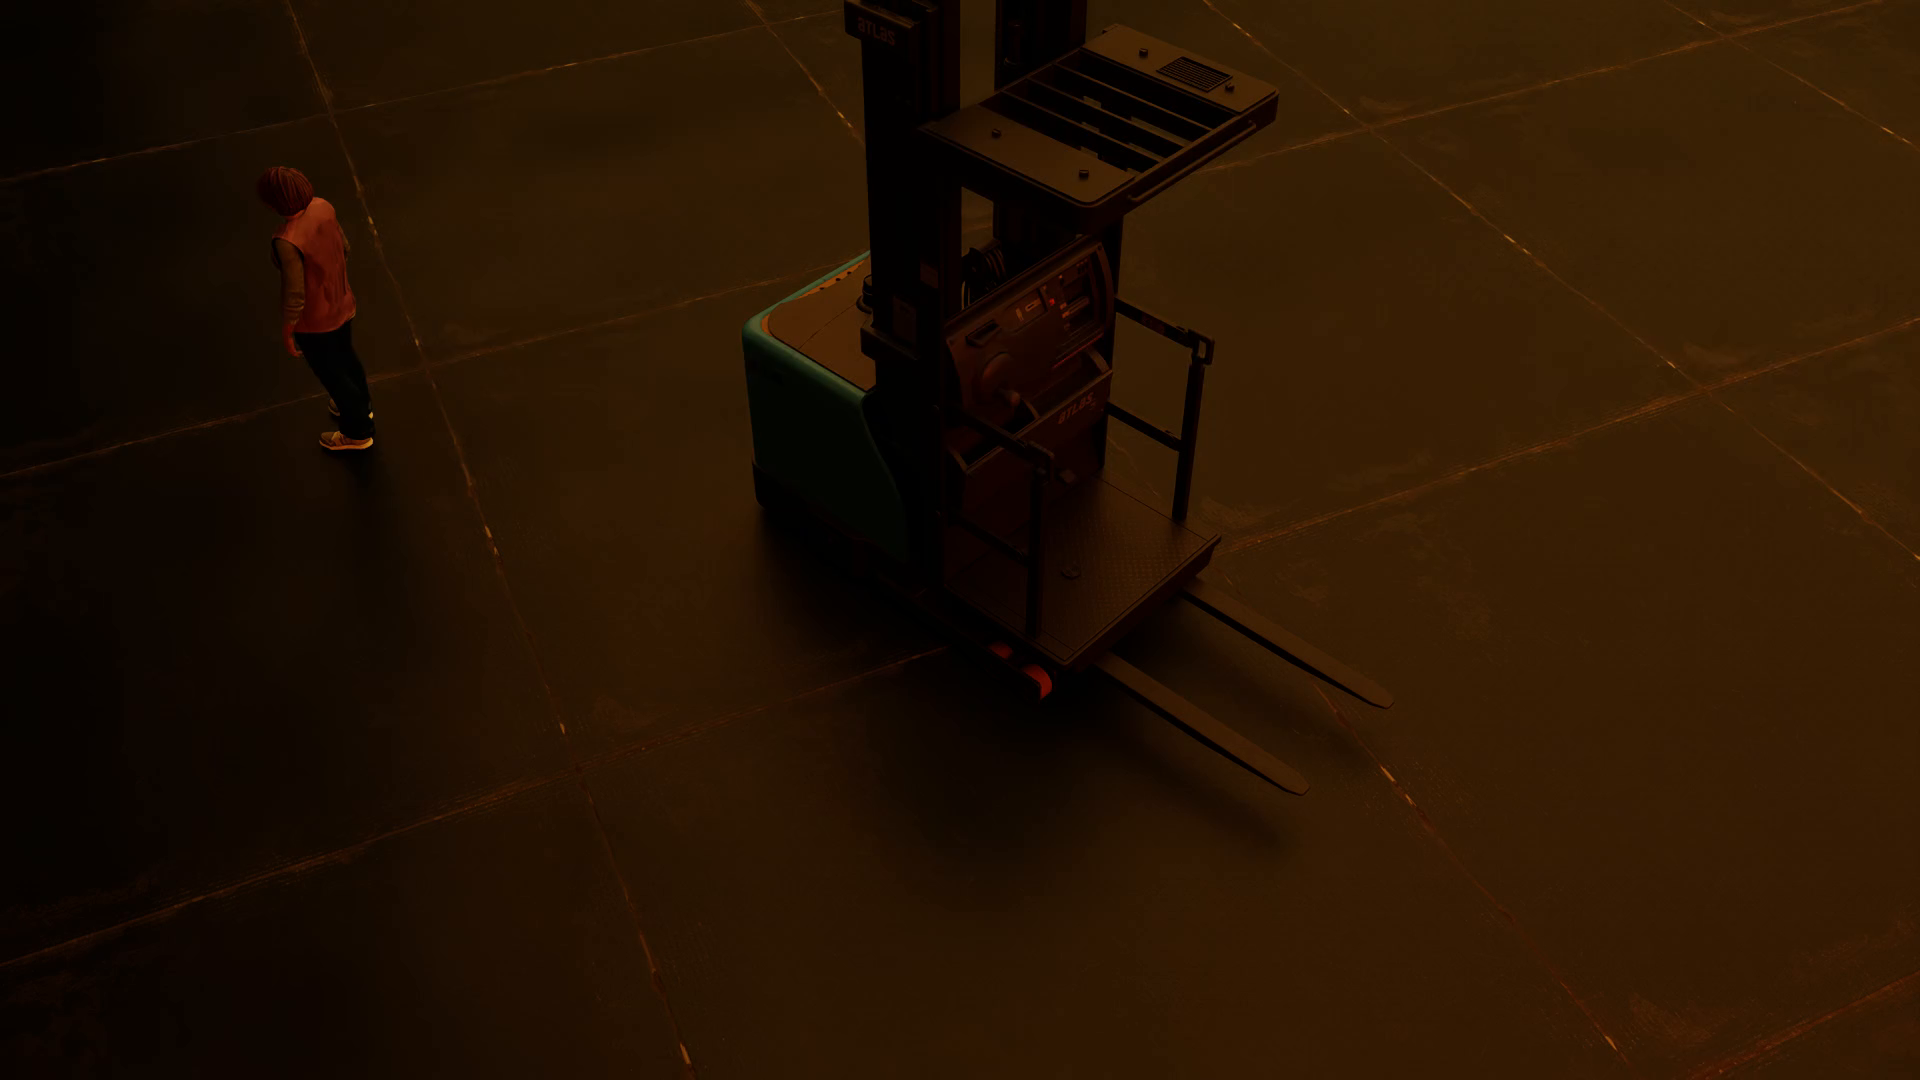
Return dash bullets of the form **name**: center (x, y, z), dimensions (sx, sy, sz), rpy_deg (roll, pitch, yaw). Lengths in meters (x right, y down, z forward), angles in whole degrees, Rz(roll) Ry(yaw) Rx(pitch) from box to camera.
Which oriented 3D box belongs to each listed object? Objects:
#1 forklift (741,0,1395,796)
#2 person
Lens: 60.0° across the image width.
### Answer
- **forklift**: center (0.445, -0.788, 6.525), dimensions (3.031, 2.935, 1.130), rpy_deg (32, 52, 30)
- **person**: center (-3.058, -1.077, 7.801), dimensions (0.475, 1.596, 0.520), rpy_deg (10, 44, 11)
